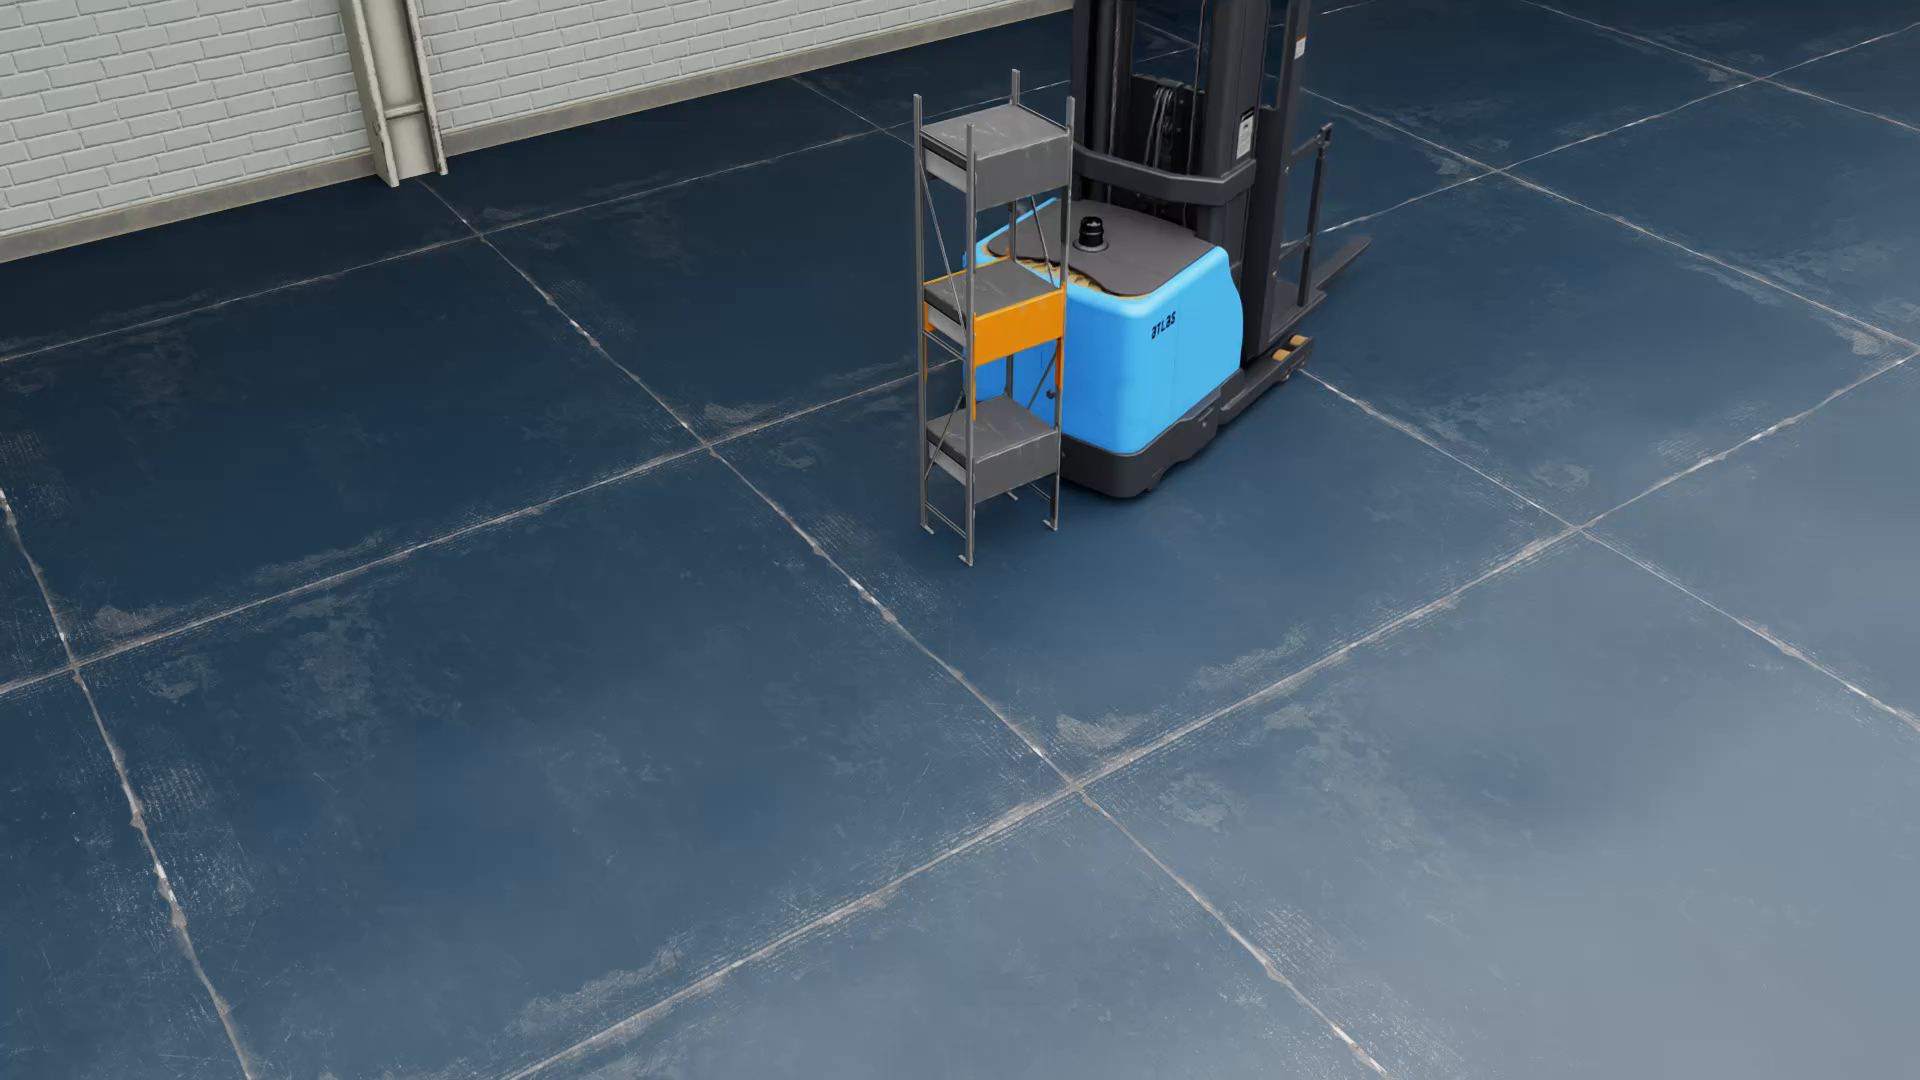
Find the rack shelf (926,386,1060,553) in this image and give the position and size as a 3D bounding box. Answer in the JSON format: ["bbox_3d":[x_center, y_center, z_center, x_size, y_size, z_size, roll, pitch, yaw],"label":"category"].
[{"bbox_3d":[0.135,-0.329,7.631,0.480,0.518,0.431,-22,41,-28],"label":"rack shelf"}]

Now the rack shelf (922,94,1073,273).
[{"bbox_3d":[0.135,-1.465,6.814,0.480,0.518,0.431,-22,41,-28],"label":"rack shelf"}]

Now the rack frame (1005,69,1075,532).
[{"bbox_3d":[0.335,-0.990,7.328,0.015,2.100,0.400,-22,41,-28],"label":"rack frame"}]

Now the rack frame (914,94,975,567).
[{"bbox_3d":[-0.064,-0.826,7.100,0.015,2.100,0.400,-22,41,-28],"label":"rack frame"}]

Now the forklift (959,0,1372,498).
[{"bbox_3d":[1.273,-2.199,8.298,1.130,2.935,3.031,23,42,29],"label":"forklift"}]

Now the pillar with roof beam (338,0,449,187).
[{"bbox_3d":[-1.206,-4.070,5.702,0.400,9.000,9.100,-22,41,-28],"label":"pillar with roof beam"}]

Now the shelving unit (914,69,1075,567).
[{"bbox_3d":[0.135,-0.908,7.214,0.503,2.100,0.431,-22,41,-28],"label":"shelving unit"}]

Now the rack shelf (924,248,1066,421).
[{"bbox_3d":[0.135,-0.897,7.222,0.480,0.518,0.431,-22,41,-28],"label":"rack shelf"}]
